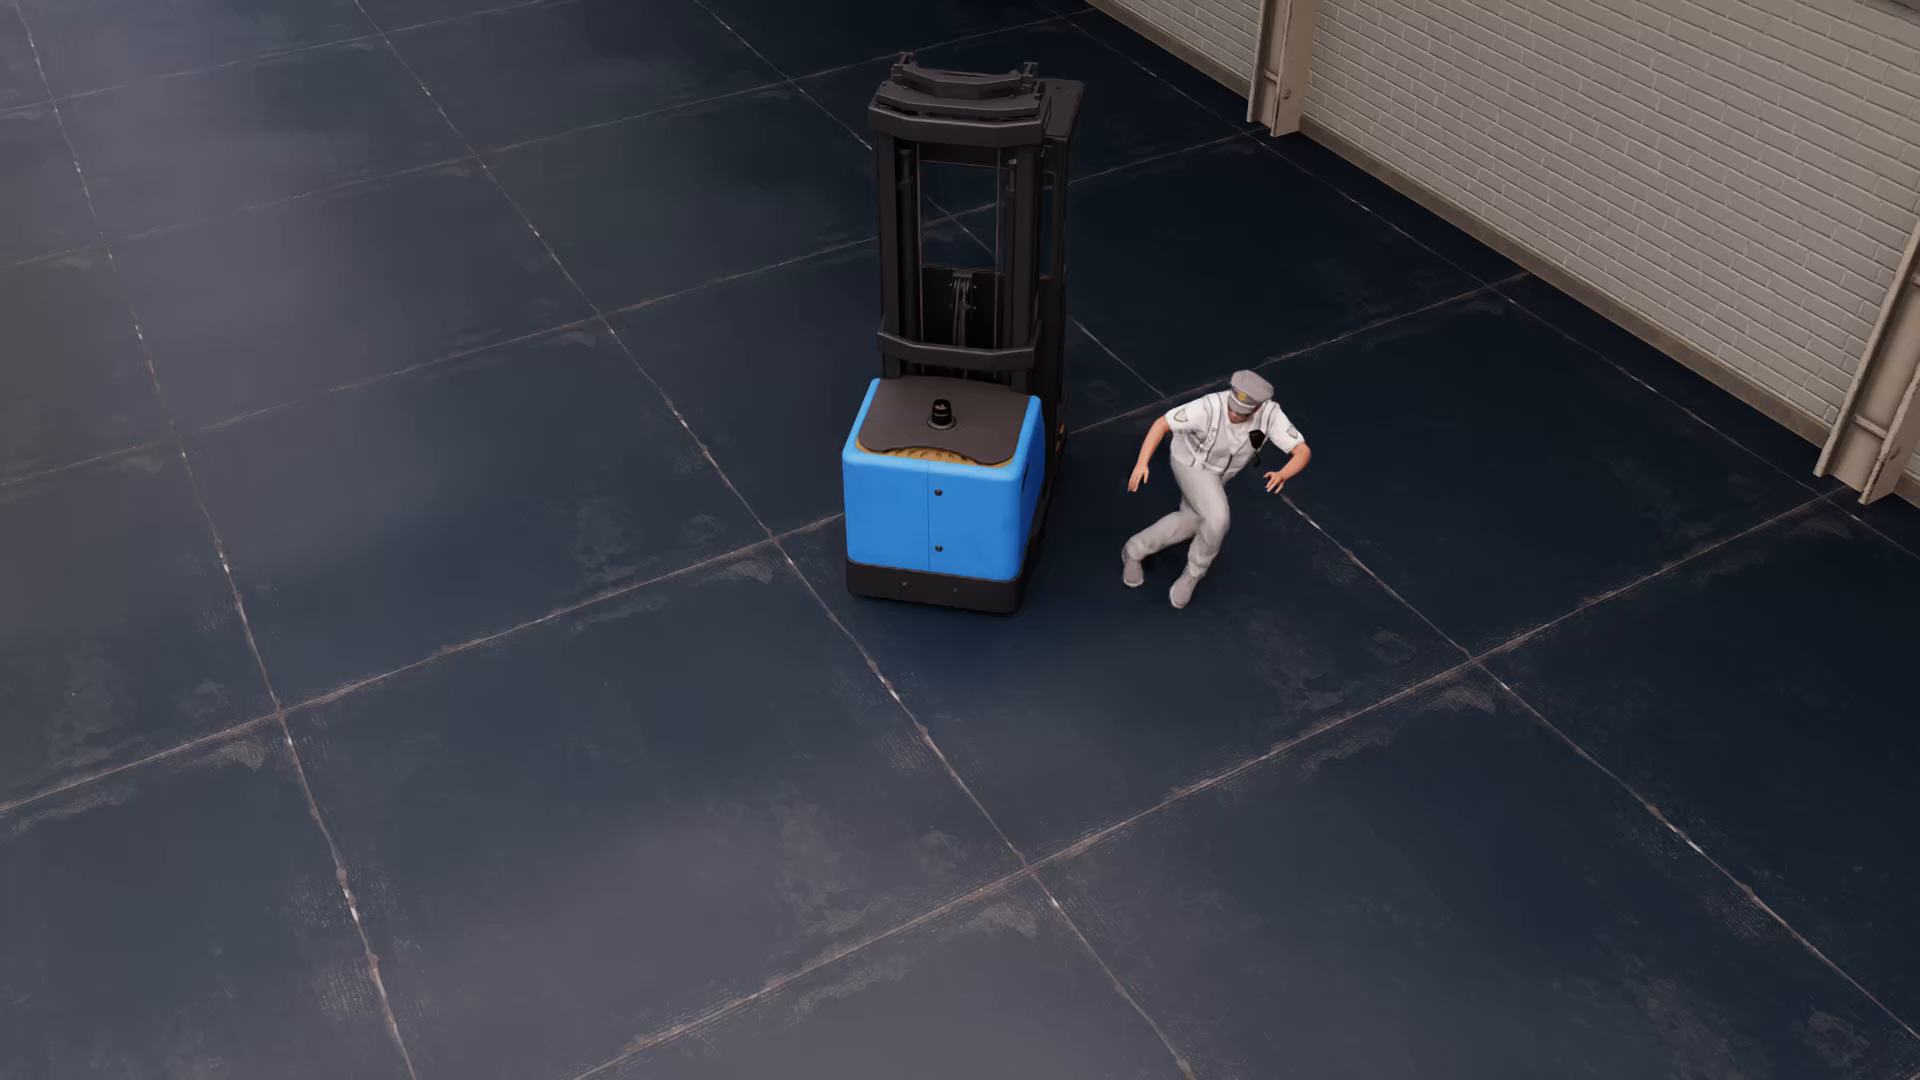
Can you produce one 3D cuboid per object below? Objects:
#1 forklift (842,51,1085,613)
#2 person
[{"bbox_3d":[0.109,-1.647,10.022,1.130,2.935,3.031,7,40,8],"label":"forklift"},{"bbox_3d":[1.417,-0.295,9.503,0.999,1.519,0.933,-13,41,-15],"label":"person"}]
